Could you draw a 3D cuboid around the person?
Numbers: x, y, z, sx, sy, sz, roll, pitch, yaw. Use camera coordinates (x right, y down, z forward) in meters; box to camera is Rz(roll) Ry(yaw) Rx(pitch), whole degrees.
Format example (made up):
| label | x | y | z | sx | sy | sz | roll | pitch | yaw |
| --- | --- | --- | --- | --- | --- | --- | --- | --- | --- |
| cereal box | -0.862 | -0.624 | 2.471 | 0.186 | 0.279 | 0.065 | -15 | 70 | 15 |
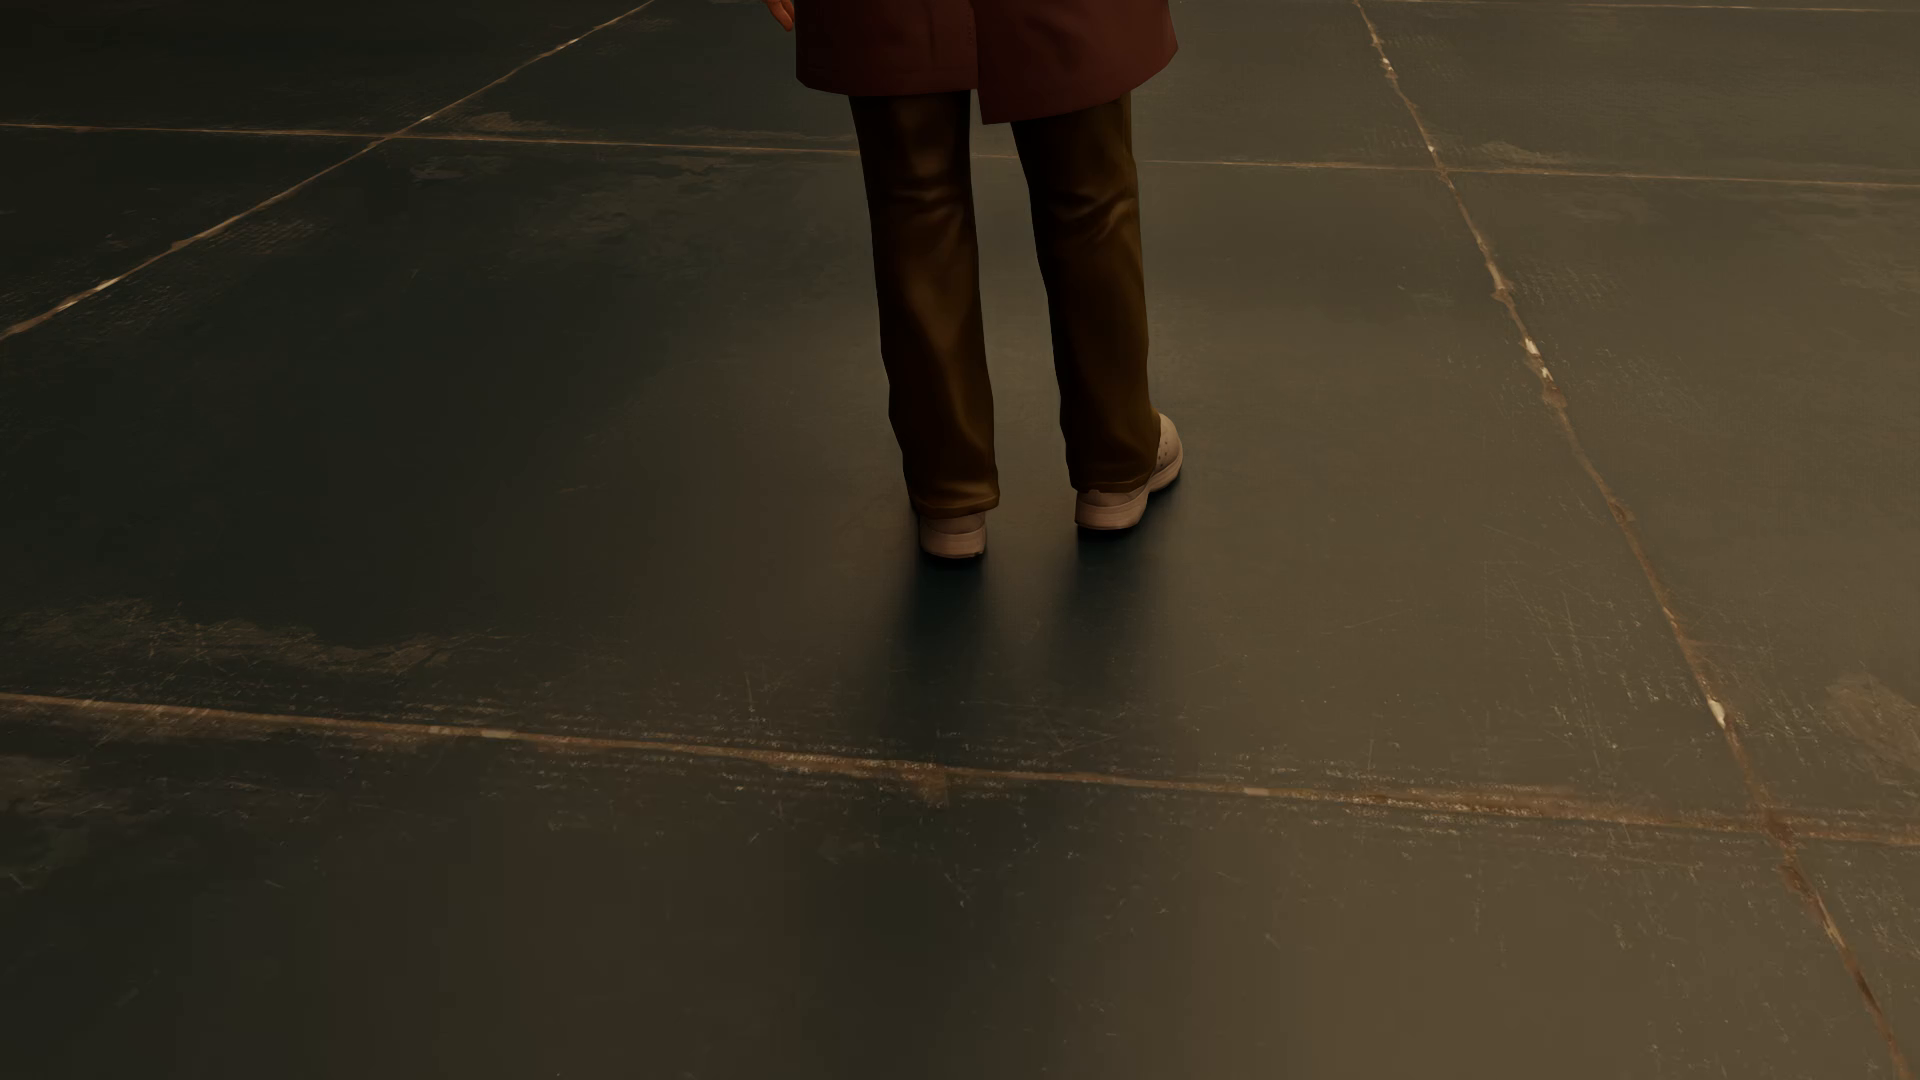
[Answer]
| label | x | y | z | sx | sy | sz | roll | pitch | yaw |
| --- | --- | --- | --- | --- | --- | --- | --- | --- | --- |
| person | 0.017 | -0.842 | 2.180 | 0.696 | 1.776 | 0.582 | 3 | 27 | 7 |
